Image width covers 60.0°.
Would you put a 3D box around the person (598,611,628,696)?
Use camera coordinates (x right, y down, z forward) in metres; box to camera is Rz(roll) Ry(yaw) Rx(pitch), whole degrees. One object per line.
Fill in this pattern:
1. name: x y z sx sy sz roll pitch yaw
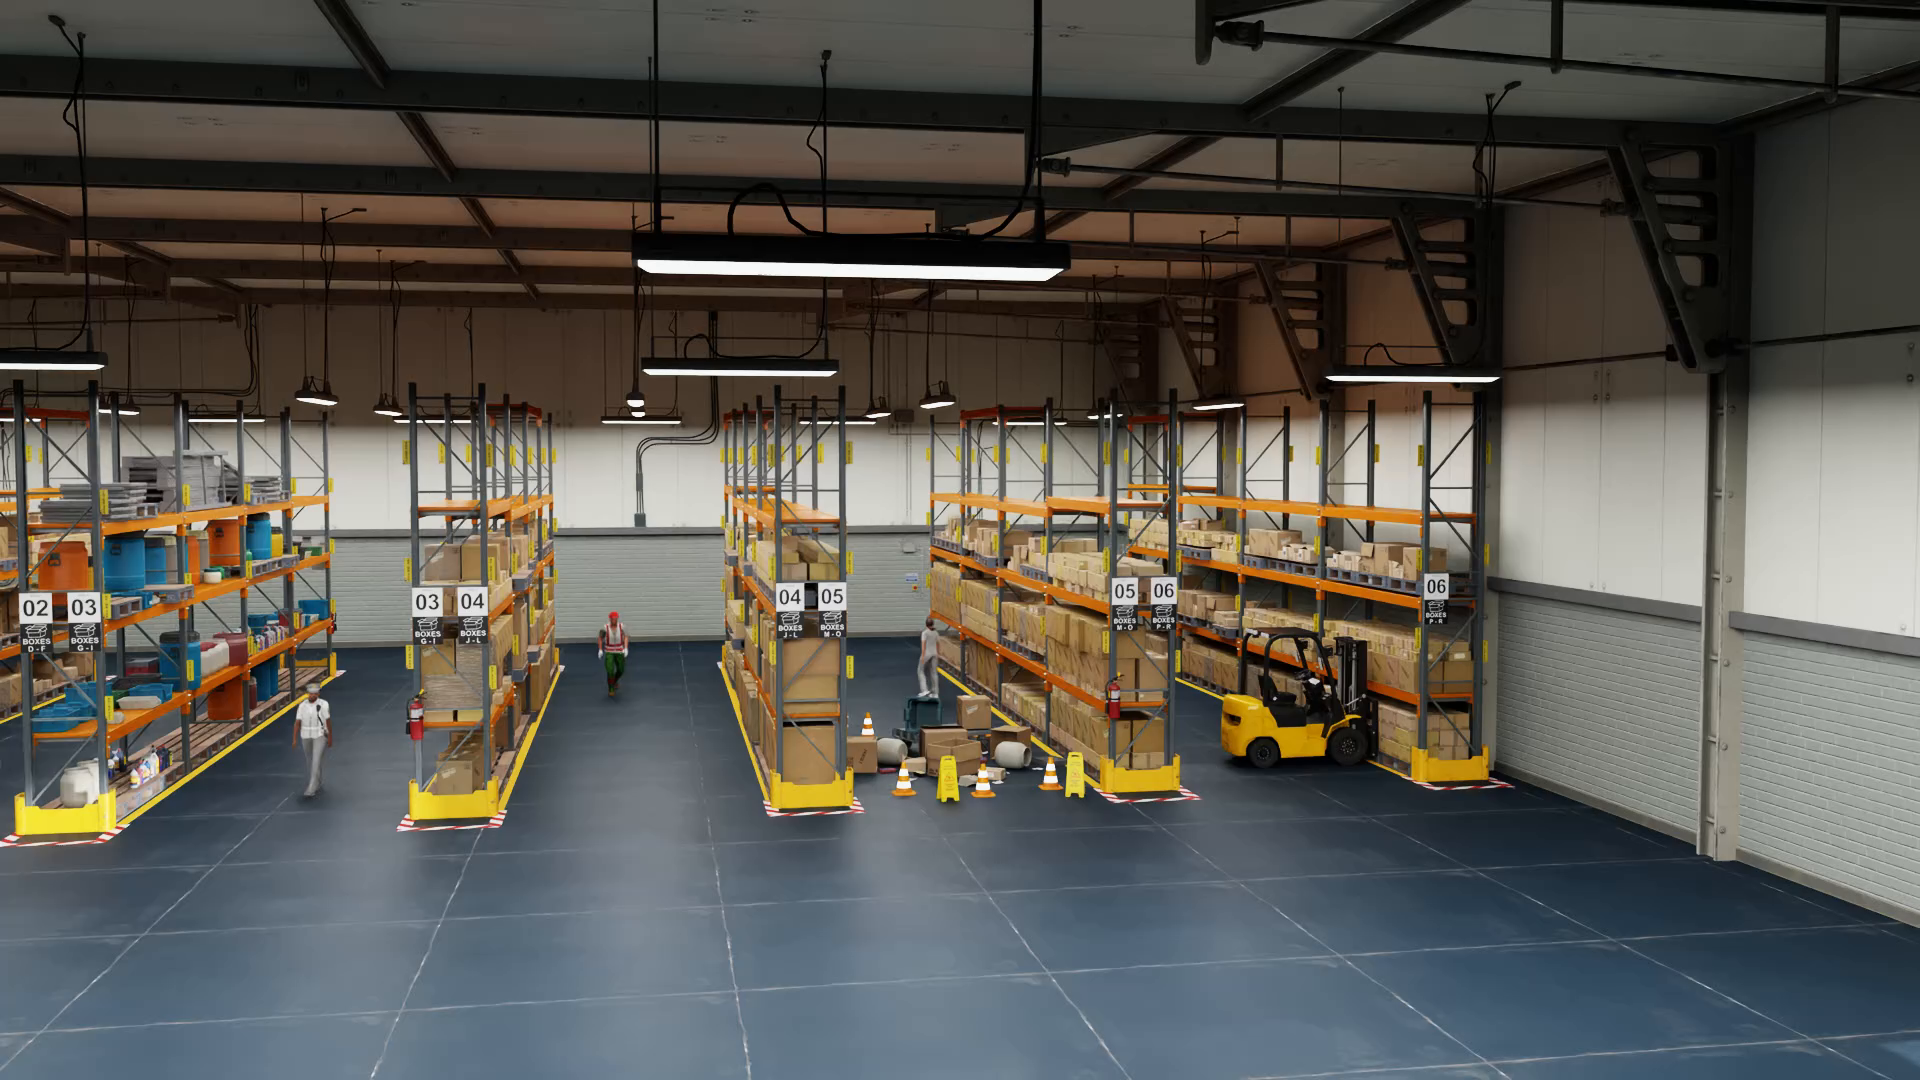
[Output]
1. person: -7.293 2.360 34.908 0.627 1.765 0.705 -1 3 -21

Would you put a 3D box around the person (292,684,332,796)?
1. person: -9.563 2.926 24.532 0.467 1.644 0.862 0 3 0

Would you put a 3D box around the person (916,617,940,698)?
1. person: -0.600 2.442 34.328 0.479 1.692 0.543 -2 3 -32
